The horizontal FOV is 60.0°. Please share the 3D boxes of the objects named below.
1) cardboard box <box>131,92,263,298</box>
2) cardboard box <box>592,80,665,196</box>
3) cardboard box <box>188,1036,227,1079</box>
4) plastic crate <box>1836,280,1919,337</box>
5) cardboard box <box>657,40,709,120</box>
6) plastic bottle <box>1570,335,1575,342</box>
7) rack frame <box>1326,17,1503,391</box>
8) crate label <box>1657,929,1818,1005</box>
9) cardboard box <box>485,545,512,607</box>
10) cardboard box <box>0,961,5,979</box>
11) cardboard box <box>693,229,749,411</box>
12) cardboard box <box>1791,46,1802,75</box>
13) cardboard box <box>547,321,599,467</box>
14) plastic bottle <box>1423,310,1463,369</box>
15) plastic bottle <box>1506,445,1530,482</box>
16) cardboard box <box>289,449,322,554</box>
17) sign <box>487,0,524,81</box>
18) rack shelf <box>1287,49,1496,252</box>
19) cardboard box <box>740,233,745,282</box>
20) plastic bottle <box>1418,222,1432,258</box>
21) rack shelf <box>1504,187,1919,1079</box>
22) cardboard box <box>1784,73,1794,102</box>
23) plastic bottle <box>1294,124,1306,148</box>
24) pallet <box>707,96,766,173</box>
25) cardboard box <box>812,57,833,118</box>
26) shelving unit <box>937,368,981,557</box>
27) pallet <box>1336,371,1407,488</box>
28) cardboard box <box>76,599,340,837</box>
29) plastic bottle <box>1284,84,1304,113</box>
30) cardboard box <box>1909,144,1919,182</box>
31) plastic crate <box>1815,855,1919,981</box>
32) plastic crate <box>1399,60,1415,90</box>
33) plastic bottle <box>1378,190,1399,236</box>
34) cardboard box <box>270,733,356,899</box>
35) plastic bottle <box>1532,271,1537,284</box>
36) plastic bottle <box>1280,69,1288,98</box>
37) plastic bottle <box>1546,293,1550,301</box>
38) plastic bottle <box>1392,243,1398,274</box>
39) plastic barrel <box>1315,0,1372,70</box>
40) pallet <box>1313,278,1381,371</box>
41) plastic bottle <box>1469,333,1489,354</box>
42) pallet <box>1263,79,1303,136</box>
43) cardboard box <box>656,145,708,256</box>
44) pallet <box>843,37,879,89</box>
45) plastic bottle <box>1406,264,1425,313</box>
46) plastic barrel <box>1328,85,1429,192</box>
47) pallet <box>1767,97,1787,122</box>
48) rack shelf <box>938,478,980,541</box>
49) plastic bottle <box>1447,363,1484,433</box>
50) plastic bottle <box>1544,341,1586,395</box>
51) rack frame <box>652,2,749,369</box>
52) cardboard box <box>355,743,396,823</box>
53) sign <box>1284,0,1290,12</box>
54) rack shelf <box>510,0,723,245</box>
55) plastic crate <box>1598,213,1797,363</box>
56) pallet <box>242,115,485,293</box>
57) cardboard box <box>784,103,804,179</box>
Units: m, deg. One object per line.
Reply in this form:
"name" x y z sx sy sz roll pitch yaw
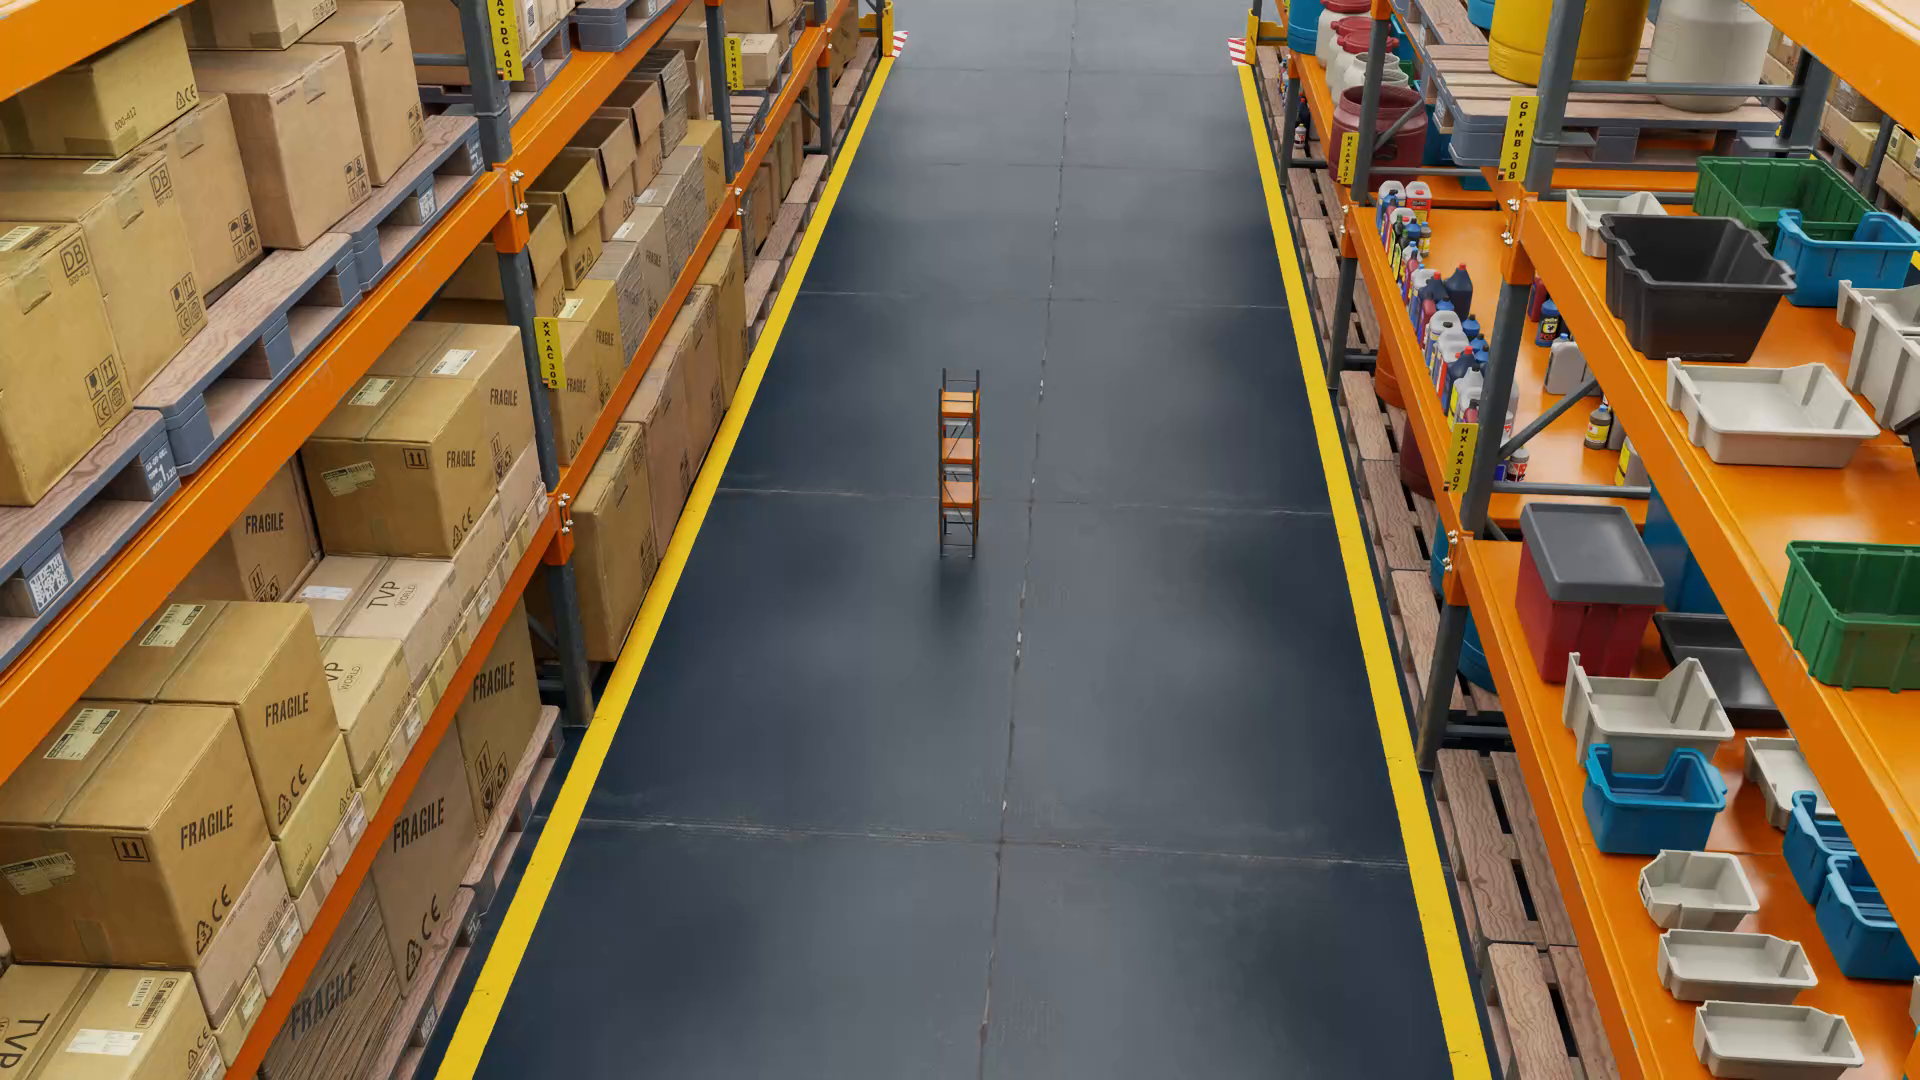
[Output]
"cardboard box" -2.528 -0.993 4.833 0.700 0.500 0.500 4 32 6
"cardboard box" -2.098 -2.252 9.273 0.797 0.503 0.637 3 32 5
"cardboard box" -2.240 1.480 4.509 0.380 0.149 0.250 2 32 3
"plastic crate" 2.920 -0.684 5.174 0.293 0.136 0.466 2 32 4
"cardboard box" -1.962 -3.010 11.059 0.500 0.500 0.500 -1 32 -2
"plastic bottle" 3.156 -0.979 8.379 0.152 0.276 0.135 2 32 4
"rack frame" 2.970 -2.293 10.391 1.000 3.000 0.127 2 32 4
"crate label" 2.241 1.246 4.844 0.396 0.136 0.243 2 32 4
"cardboard box" -2.032 0.137 6.689 0.380 0.149 0.250 2 32 3
"cardboard box" -2.843 1.351 4.338 0.500 0.250 0.500 2 32 3
"cardboard box" -2.043 -1.418 10.598 1.225 0.875 0.875 1 32 2
"cardboard box" 8.168 -4.535 15.535 0.500 0.500 0.500 2 32 4
"cardboard box" -2.005 -0.685 7.687 0.500 0.500 0.500 3 32 4
"plastic bottle" 2.455 -1.014 8.436 0.152 0.276 0.135 2 32 4
"plastic bottle" 2.480 -0.341 7.413 0.097 0.201 0.097 0 32 0
"cardboard box" -2.634 -0.298 6.299 0.500 0.500 0.500 2 32 4
"sign" -1.739 -1.920 6.360 0.100 0.325 0.005 2 32 4
"rack shelf" 3.133 -3.032 12.277 1.077 0.370 4.000 2 32 4
"cardboard box" -1.932 -1.979 11.845 0.700 0.500 0.500 1 32 1
"plastic bottle" 2.701 -1.758 9.713 0.097 0.201 0.097 0 32 0
"rack shelf" 2.482 -0.126 4.702 1.077 0.370 4.000 2 32 4
"cardboard box" 8.169 -4.215 15.732 0.500 0.250 0.500 2 32 4
"plastic bottle" 3.015 -3.583 14.734 0.097 0.201 0.097 0 32 0
"pallet" -2.015 -2.800 11.397 1.213 0.211 1.003 2 32 4
"cardboard box" -1.529 -4.218 15.497 0.500 0.500 0.500 13 34 19
"shelving unit" -0.004 -0.419 9.209 0.215 1.050 0.252 2 32 4
"pallet" 2.948 -0.691 10.451 1.003 0.211 1.213 2 32 4
"cardboard box" -2.233 0.525 4.964 0.500 0.500 0.500 2 32 3
"plastic bottle" 3.120 -4.115 15.525 0.152 0.276 0.135 3 32 5
"cardboard box" 7.905 -2.951 13.145 0.500 0.311 0.500 2 32 3
"plastic crate" 2.774 1.133 4.935 0.416 0.233 0.300 2 32 4
"plastic crate" 3.435 -3.371 12.344 0.450 0.188 0.662 2 32 4
"plastic bottle" 2.576 -1.966 9.984 0.097 0.271 0.097 0 32 0
"cardboard box" -2.229 0.842 5.164 0.500 0.250 0.500 1 32 2
"plastic bottle" 3.276 -1.544 9.365 0.097 0.201 0.097 0 32 0
"plastic bottle" 3.135 -4.388 15.972 0.097 0.271 0.097 0 32 0
"plastic bottle" 3.215 -1.363 8.930 0.144 0.351 0.185 2 32 4
"plastic bottle" 2.527 -1.624 9.496 0.097 0.201 0.097 0 32 0
"plastic barrel" 2.999 -3.951 12.953 0.433 0.535 0.433 0 32 0
"pallet" 3.072 -1.509 11.778 1.003 0.211 1.213 2 32 4
"plastic bottle" 2.562 -0.896 8.247 0.097 0.271 0.097 0 32 0
"pallet" 3.489 -4.186 16.122 1.003 0.211 1.213 2 32 4
"cardboard box" -1.806 -2.018 9.850 0.500 0.500 0.500 2 32 4
"pallet" -1.423 -5.037 17.503 1.003 0.211 1.213 2 32 4
"plastic bottle" 2.482 -1.362 9.004 0.097 0.271 0.097 0 32 0
"plastic barrel" 2.706 -2.606 10.770 0.600 0.536 0.708 2 32 4
"pallet" 8.436 -4.037 15.880 1.003 0.211 1.213 2 32 4
"rack shelf" -0.004 -0.173 9.361 0.215 0.259 0.240 2 32 4
"plastic bottle" 2.393 -0.675 7.813 0.144 0.351 0.185 2 32 4
"plastic bottle" 2.986 -0.865 8.192 0.152 0.276 0.135 2 32 4
"rack frame" -1.966 -2.504 10.735 1.000 3.000 0.127 2 32 4
"cardboard box" -2.136 0.810 5.596 0.380 0.149 0.250 2 32 3
"sign" 2.748 -4.531 13.760 0.100 0.325 0.005 2 32 4
"rack shelf" -2.129 -2.429 8.439 1.077 0.370 4.000 2 32 4
"plastic crate" 2.270 -0.785 5.210 0.497 0.269 0.590 2 32 4
"pallet" -2.369 -1.224 5.884 1.003 0.211 1.213 2 32 4
"cardboard box" -1.712 -3.399 14.150 0.700 0.500 0.500 0 32 0
